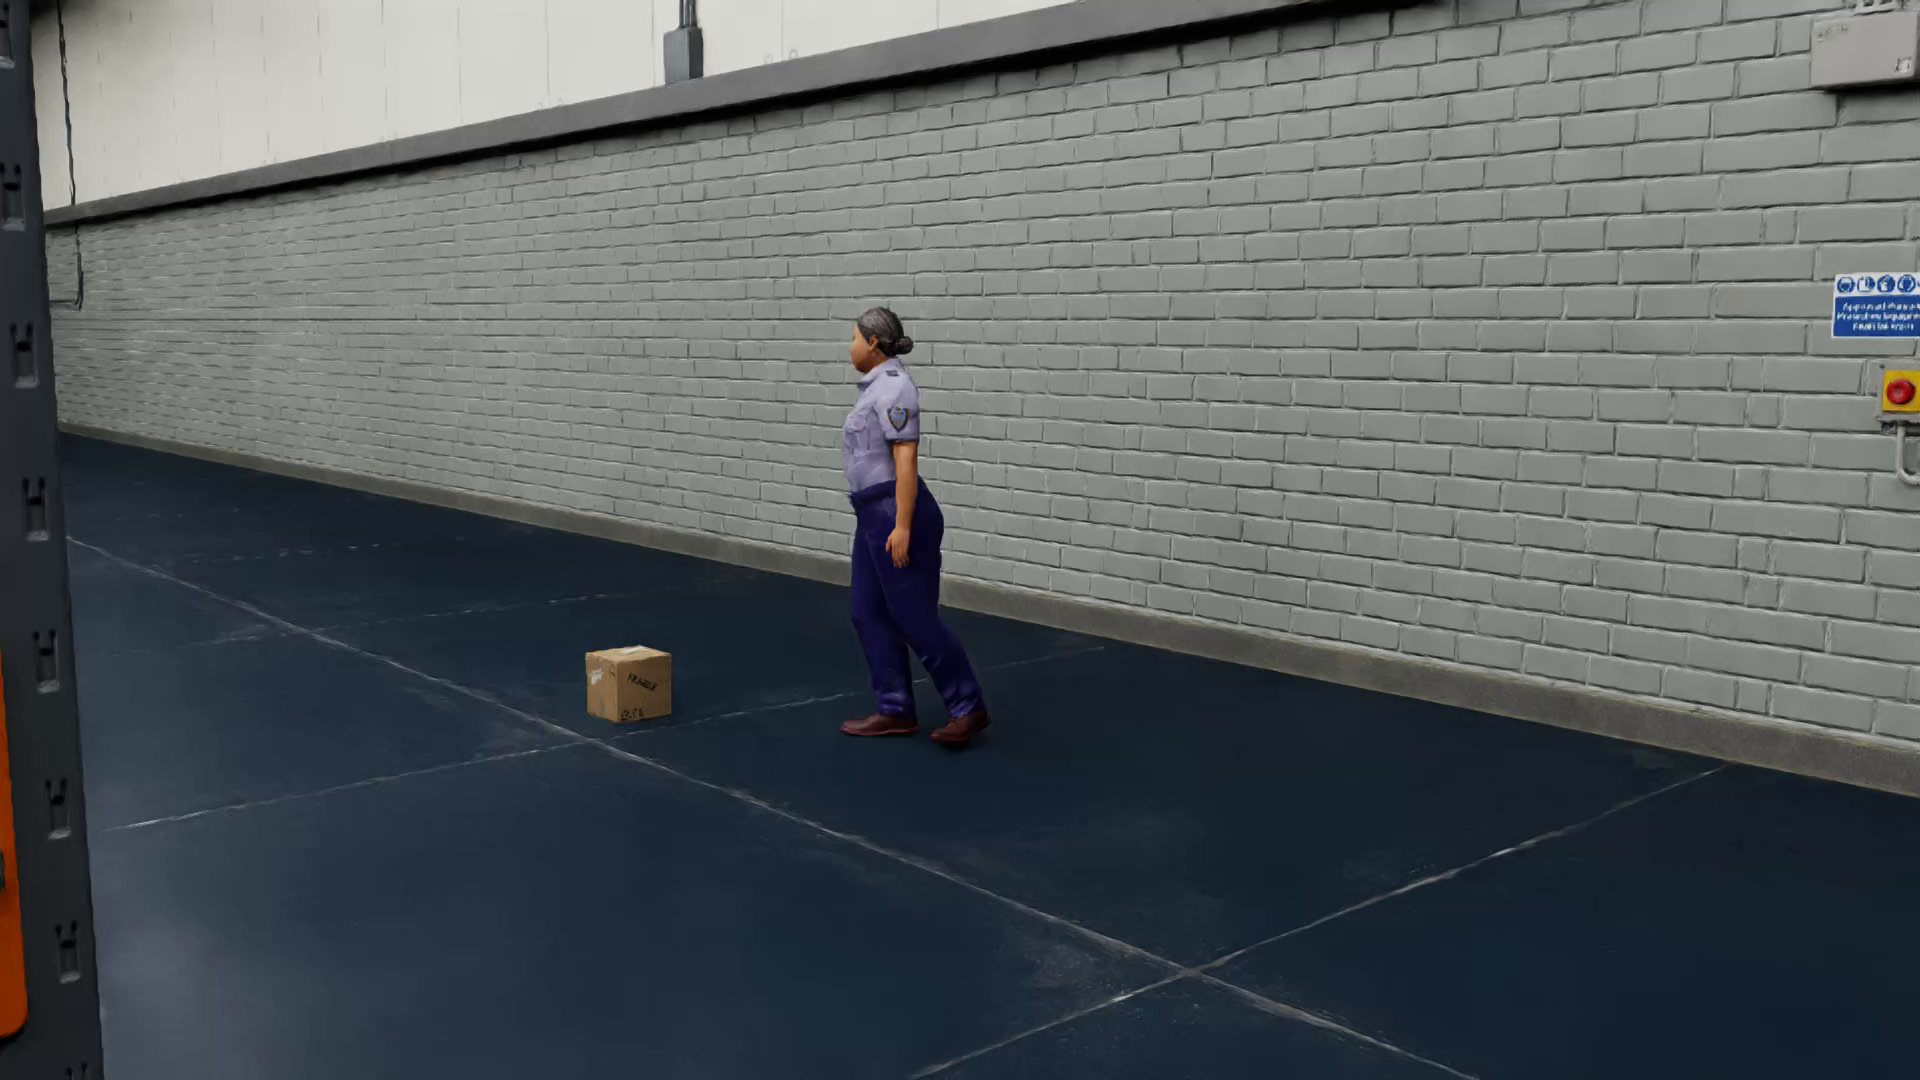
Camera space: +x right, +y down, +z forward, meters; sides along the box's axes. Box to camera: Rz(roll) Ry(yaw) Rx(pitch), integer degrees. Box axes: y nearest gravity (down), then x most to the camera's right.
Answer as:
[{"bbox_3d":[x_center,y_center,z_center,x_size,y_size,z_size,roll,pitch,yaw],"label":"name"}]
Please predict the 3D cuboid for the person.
[{"bbox_3d":[-0.173,-0.055,6.283,0.552,1.634,0.529,-1,8,-9],"label":"person"}]
